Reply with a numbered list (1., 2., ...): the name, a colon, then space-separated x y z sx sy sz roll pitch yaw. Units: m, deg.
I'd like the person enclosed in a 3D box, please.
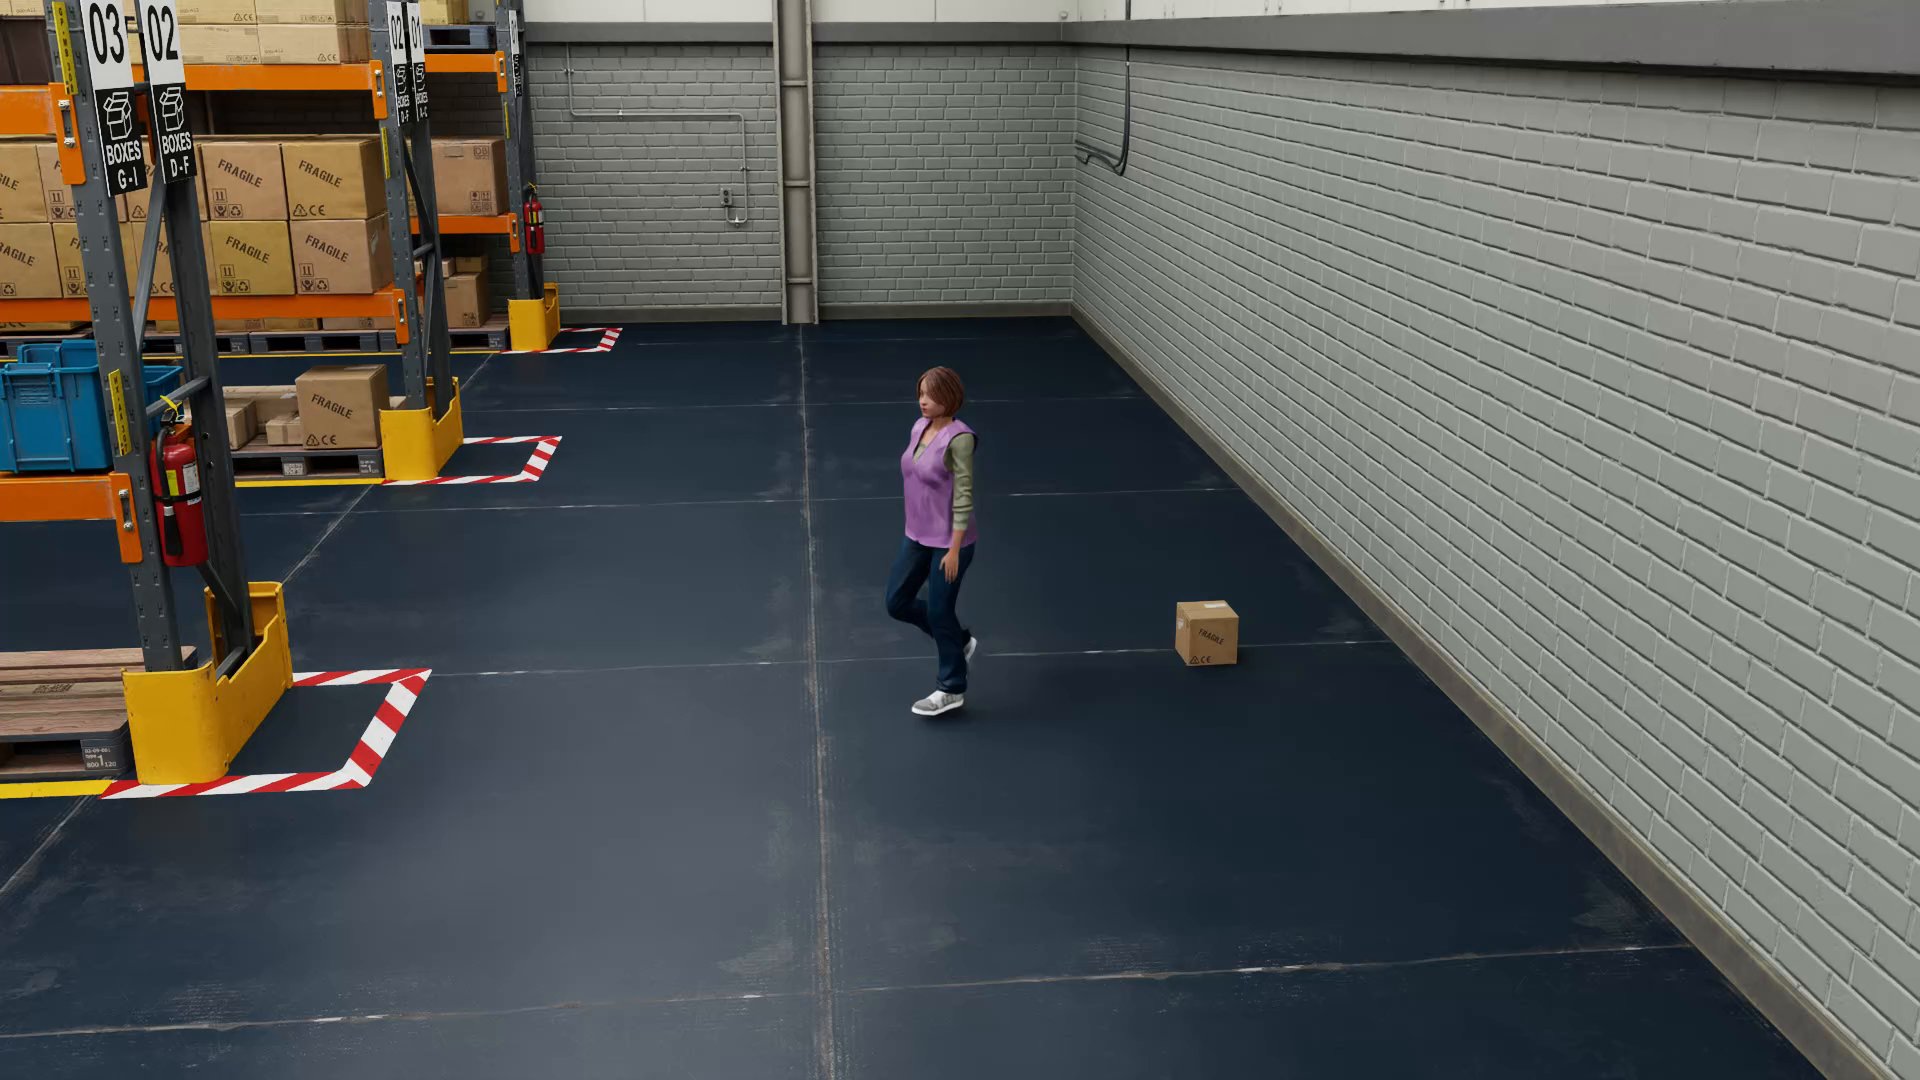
1. person: -0.076 0.002 7.457 0.454 1.591 0.444 -12 21 -34
